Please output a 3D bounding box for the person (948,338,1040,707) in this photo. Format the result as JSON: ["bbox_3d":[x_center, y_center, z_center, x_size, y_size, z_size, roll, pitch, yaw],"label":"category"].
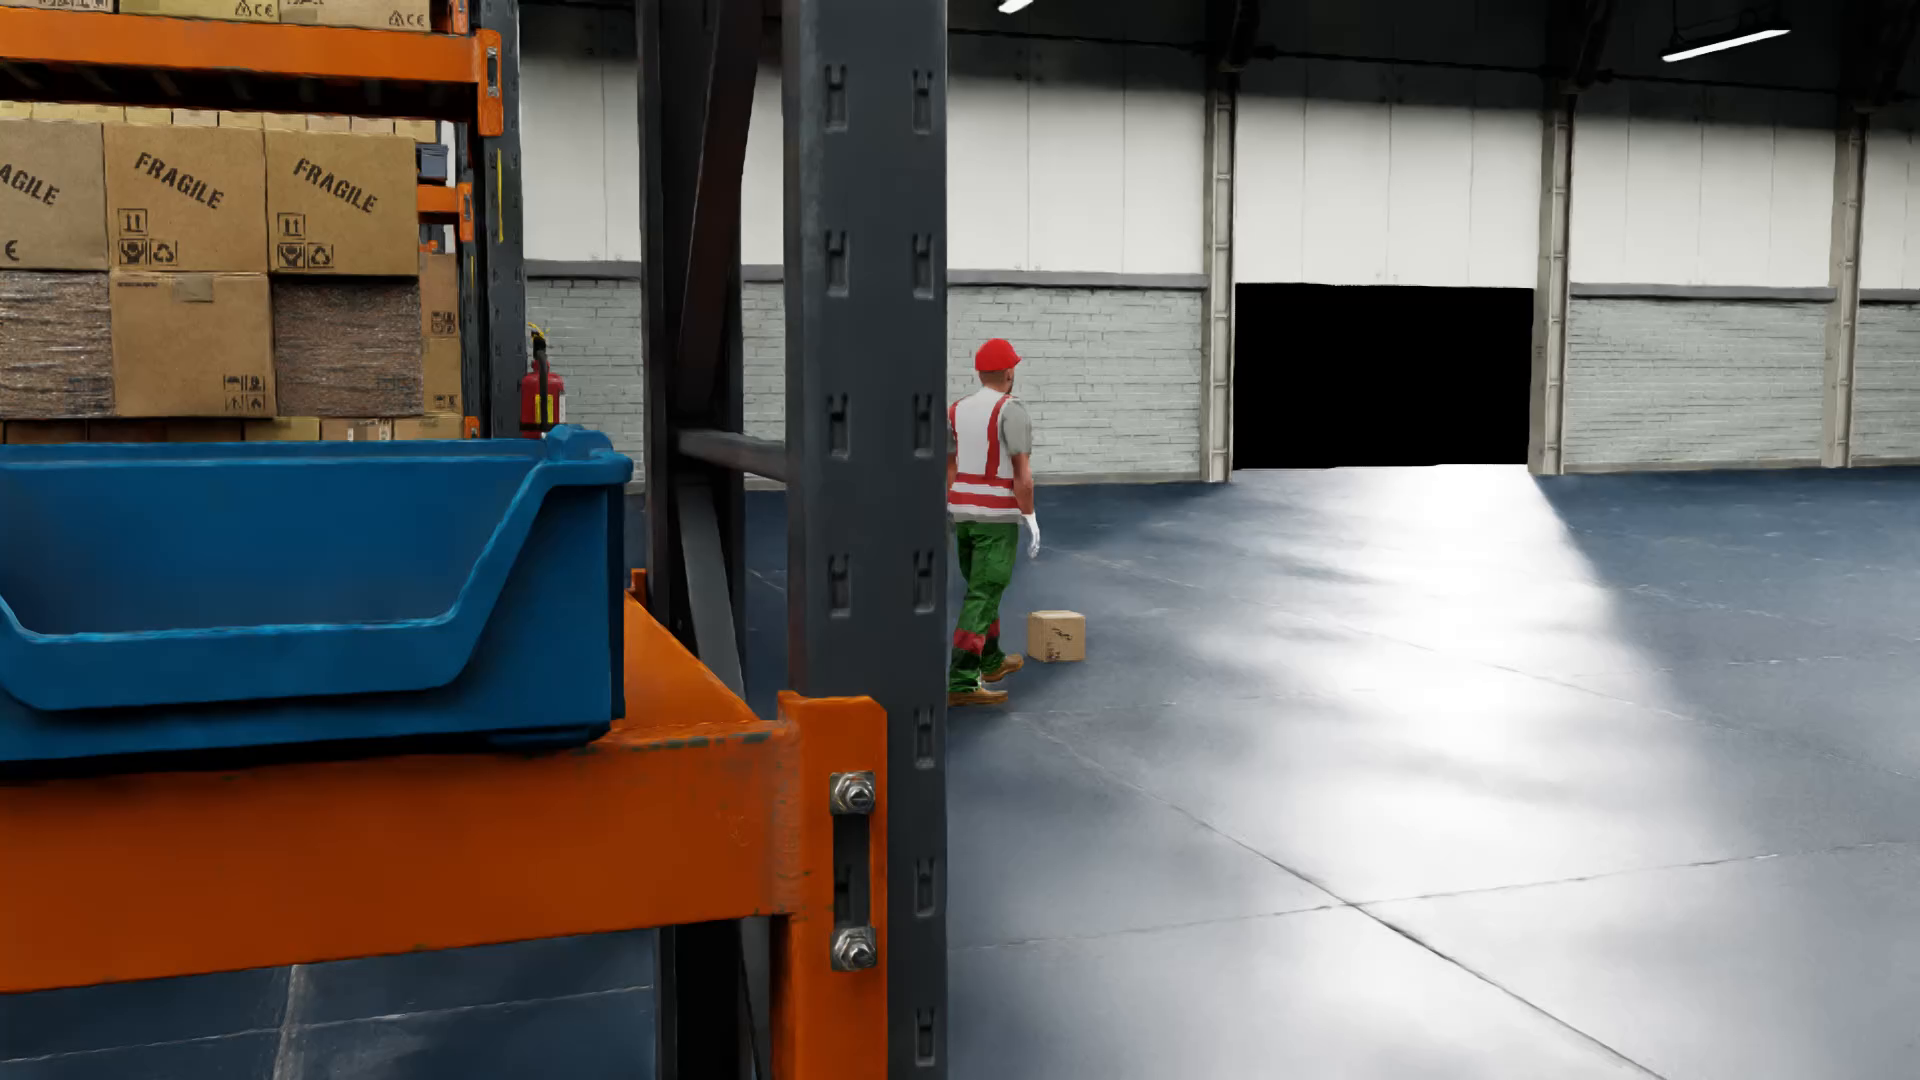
[{"bbox_3d":[0.180,-0.113,8.198,0.837,1.755,0.632,-5,8,-41],"label":"person"}]
